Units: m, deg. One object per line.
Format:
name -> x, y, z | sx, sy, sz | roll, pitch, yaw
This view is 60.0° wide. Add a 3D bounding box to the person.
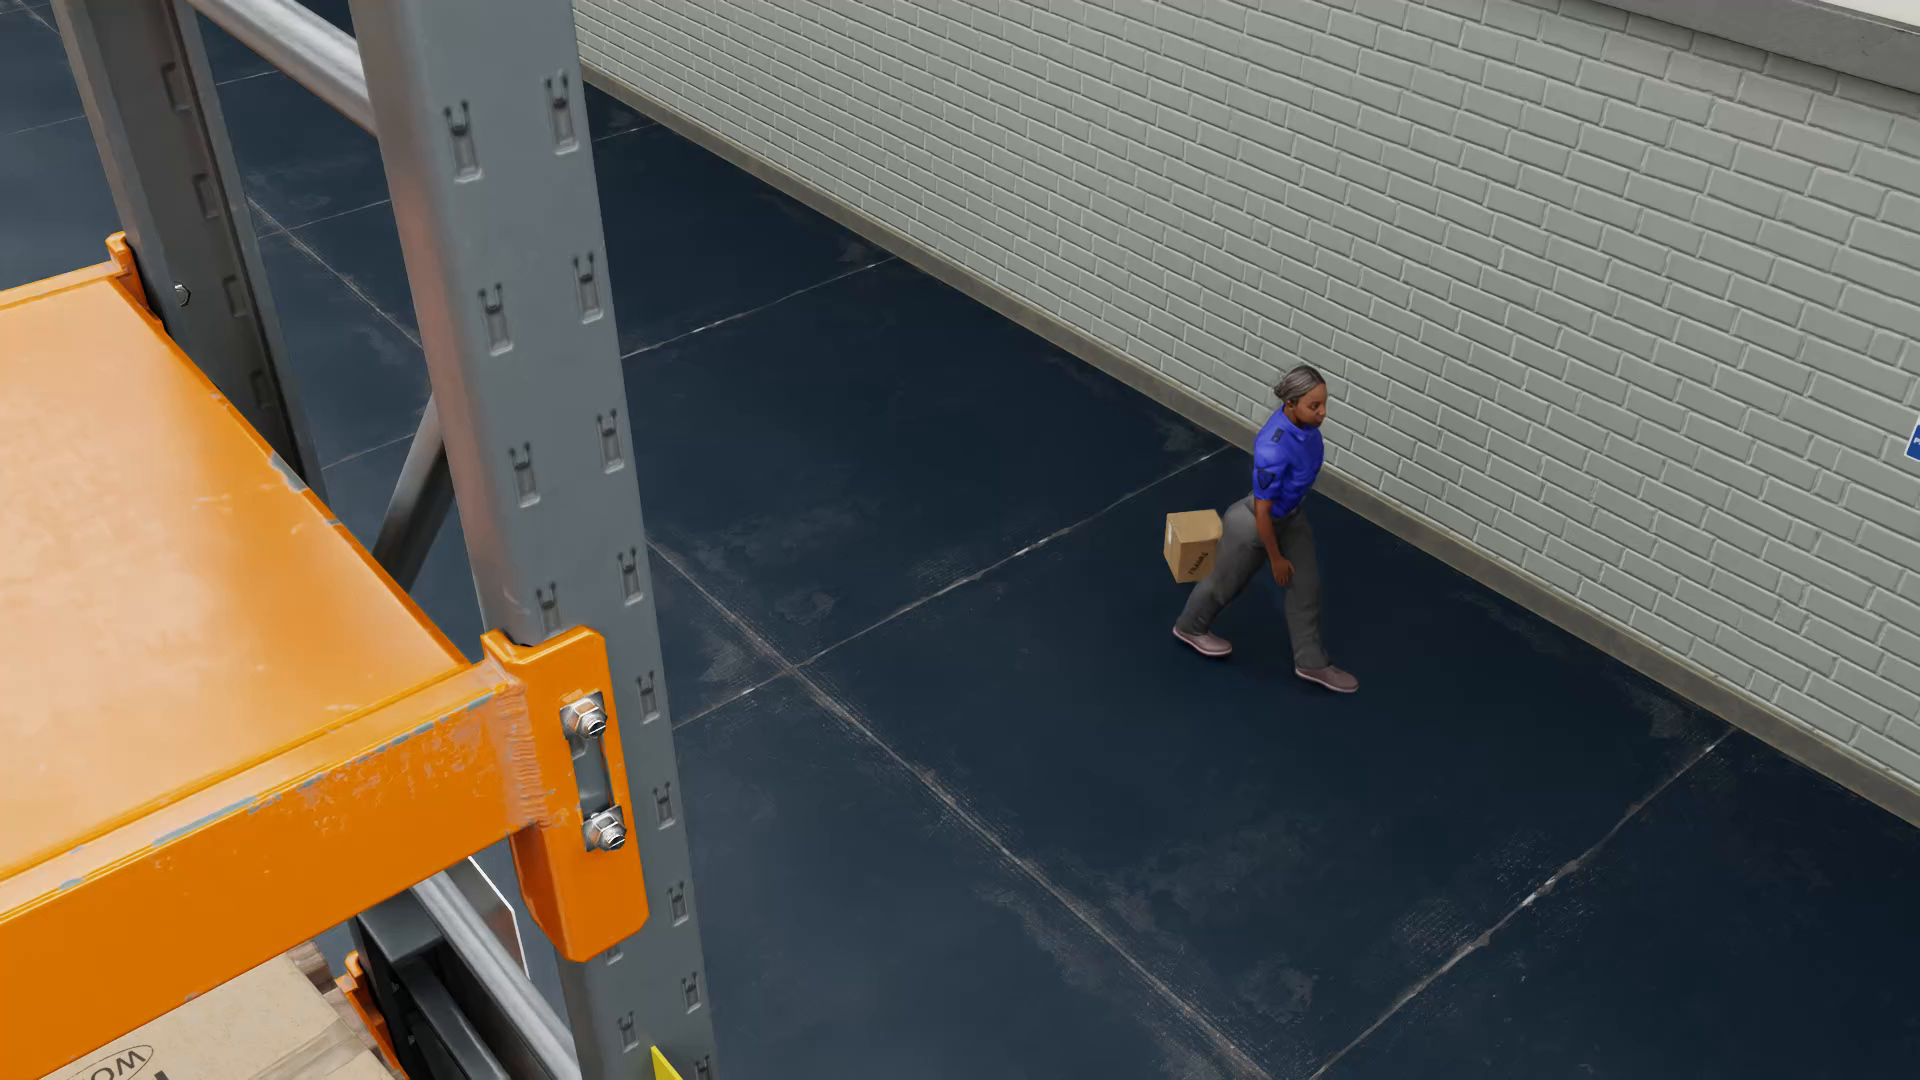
person -> 1.355, -0.054, 7.147 | 0.860, 1.623, 0.479 | 26, 43, 31
